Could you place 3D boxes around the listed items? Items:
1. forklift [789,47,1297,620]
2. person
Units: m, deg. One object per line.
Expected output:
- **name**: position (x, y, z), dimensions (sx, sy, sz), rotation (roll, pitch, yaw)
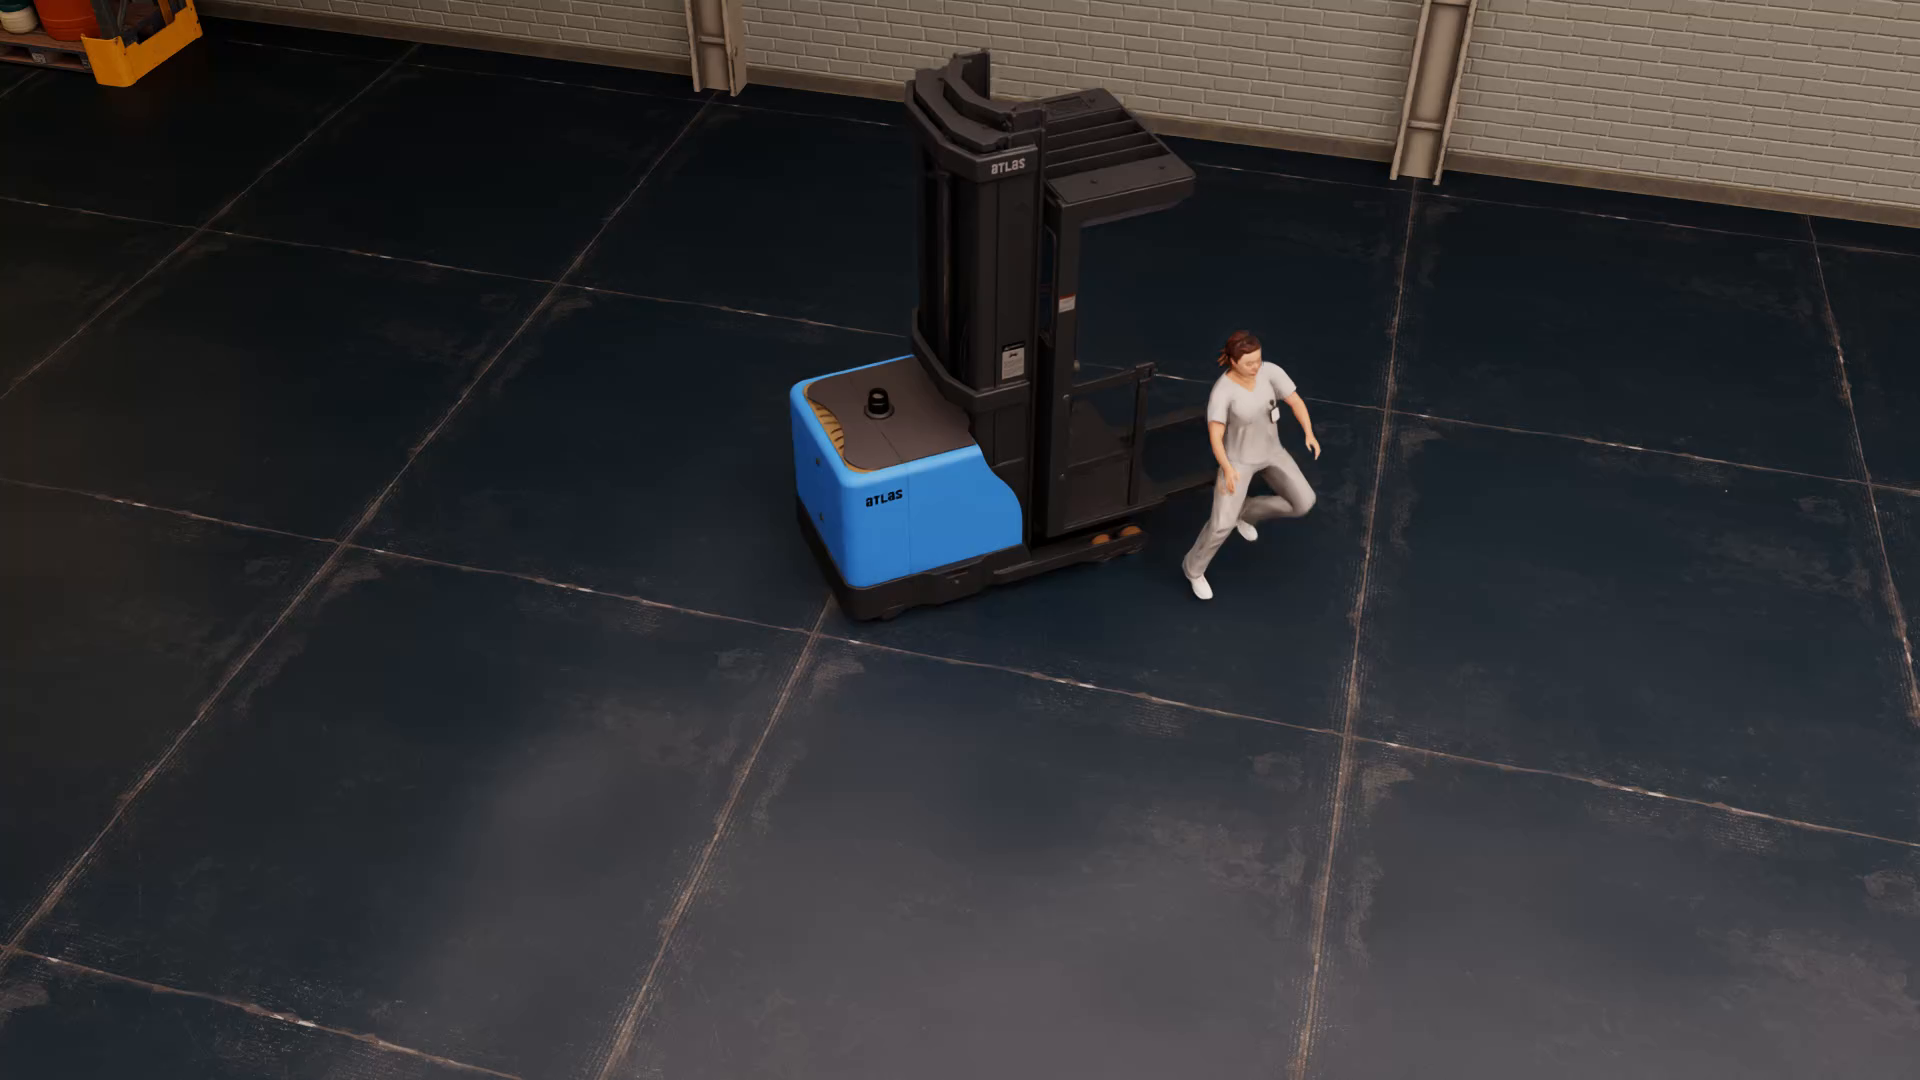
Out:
- **forklift**: position (0.576, -1.277, 9.318), dimensions (3.031, 2.935, 1.130), rotation (-16, 44, -17)
- **person**: position (1.624, -0.429, 9.360), dimensions (0.716, 1.526, 0.736), rotation (-16, 44, -18)
